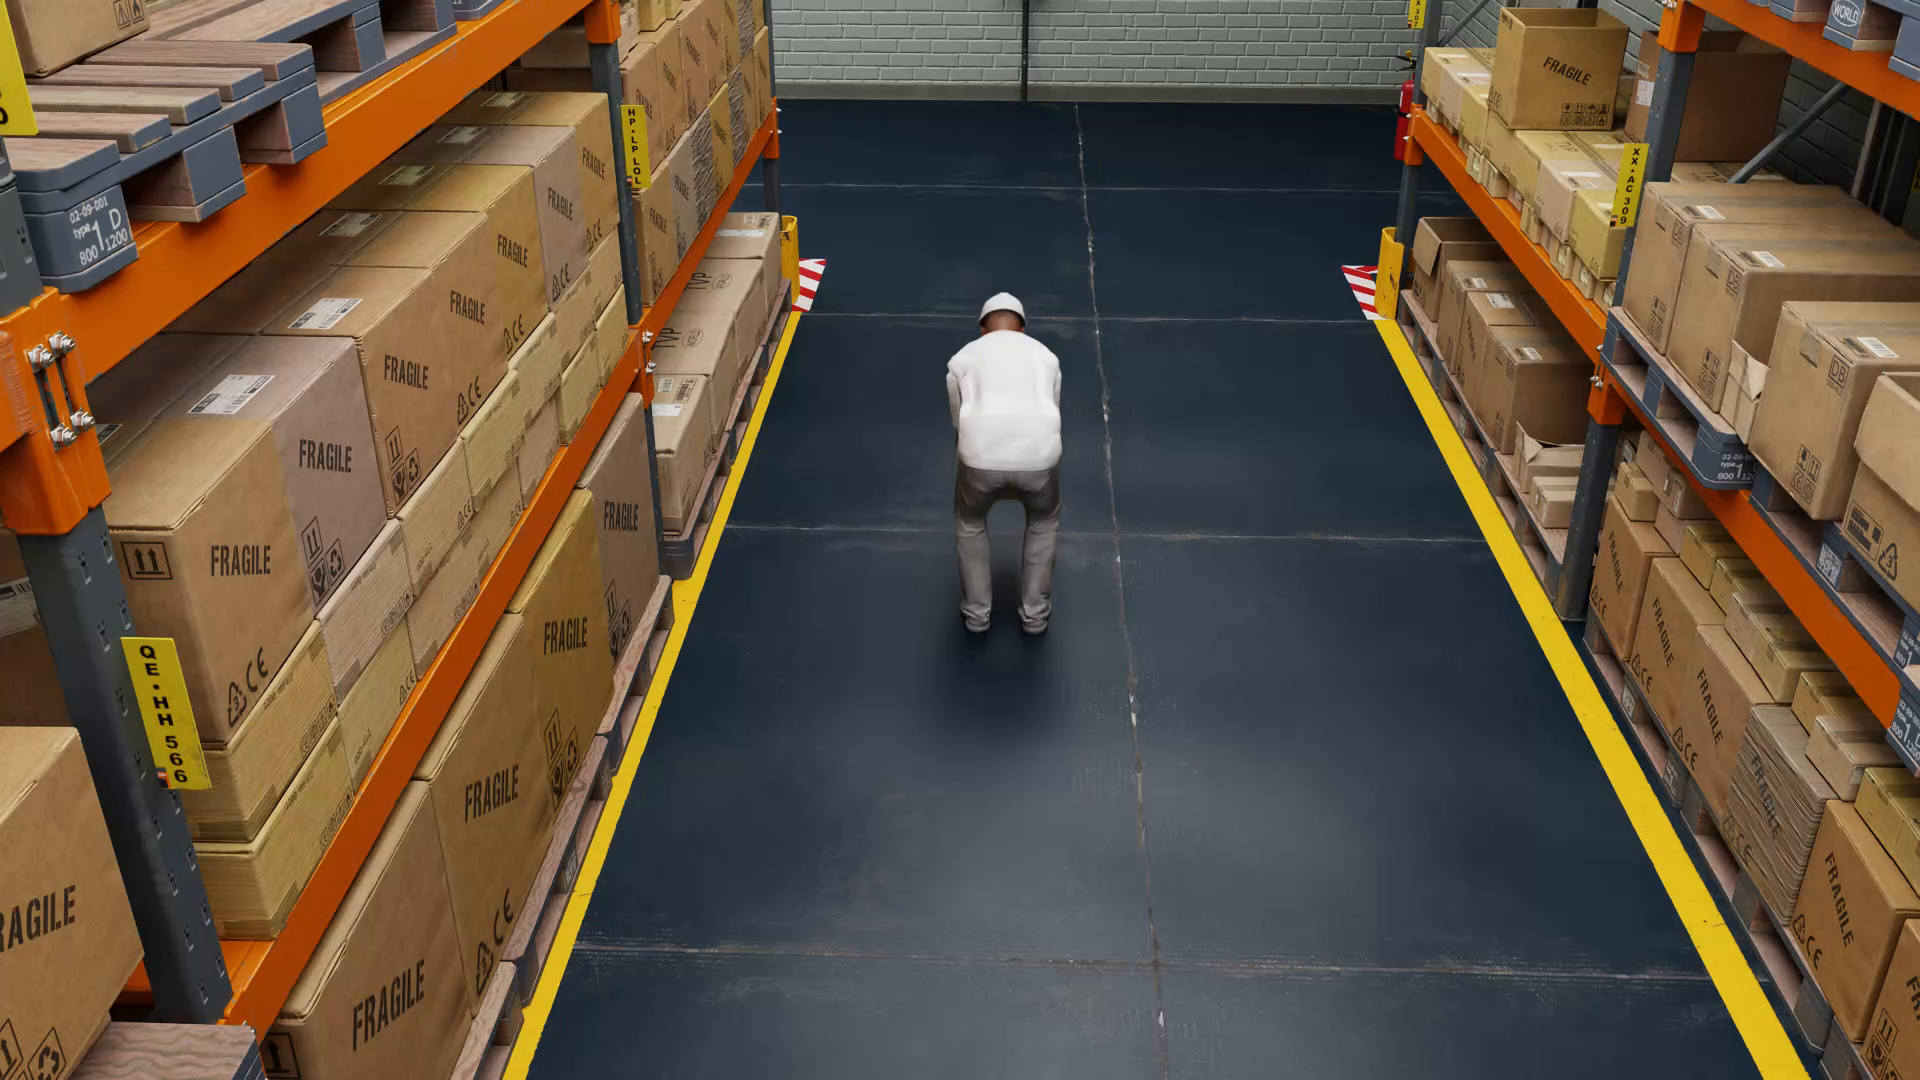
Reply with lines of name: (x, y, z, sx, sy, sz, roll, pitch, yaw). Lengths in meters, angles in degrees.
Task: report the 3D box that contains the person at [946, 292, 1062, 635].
person: (0.187, -0.327, 7.201, 0.492, 1.311, 0.923, 0, 28, 0)
